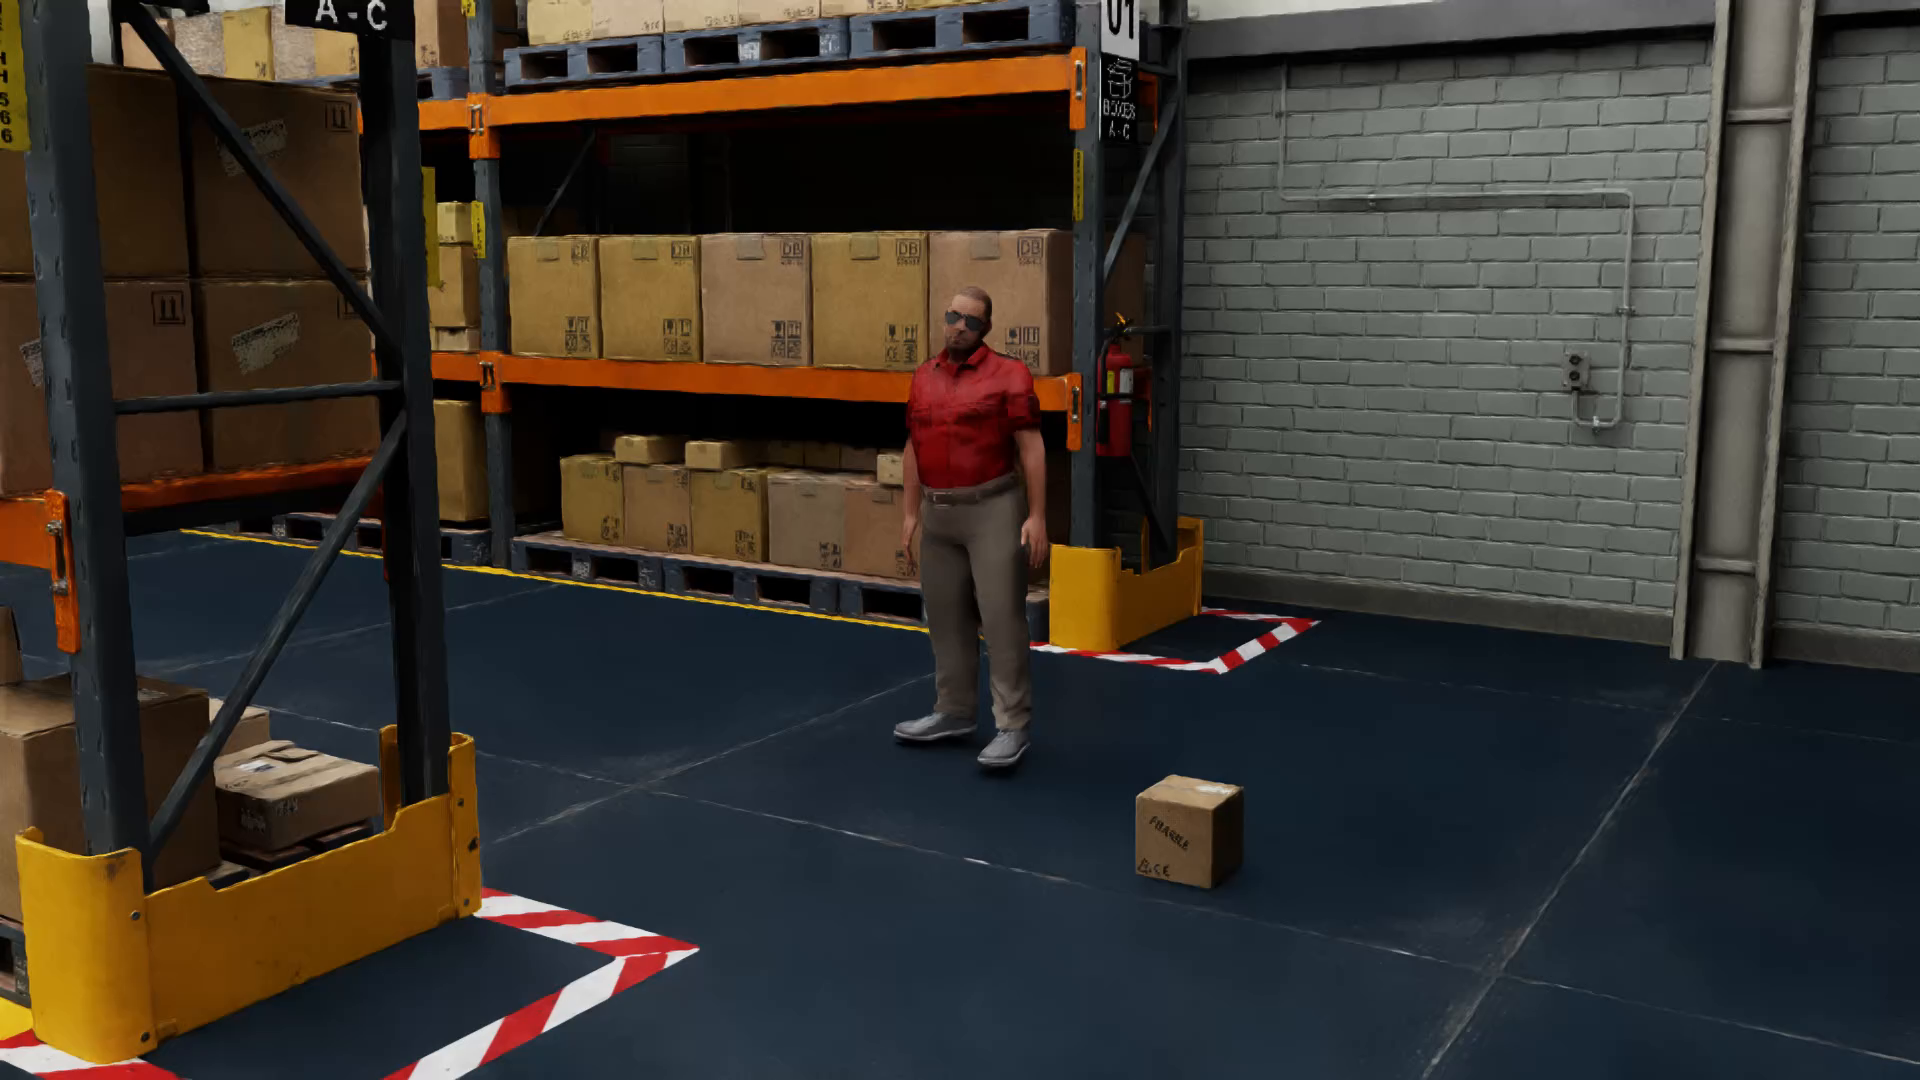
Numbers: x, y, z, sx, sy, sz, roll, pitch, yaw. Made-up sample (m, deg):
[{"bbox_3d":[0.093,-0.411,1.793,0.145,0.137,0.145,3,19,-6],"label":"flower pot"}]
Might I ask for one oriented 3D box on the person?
[{"bbox_3d":[0.028,-0.063,6.132,0.678,1.729,0.422,6,11,34],"label":"person"}]
